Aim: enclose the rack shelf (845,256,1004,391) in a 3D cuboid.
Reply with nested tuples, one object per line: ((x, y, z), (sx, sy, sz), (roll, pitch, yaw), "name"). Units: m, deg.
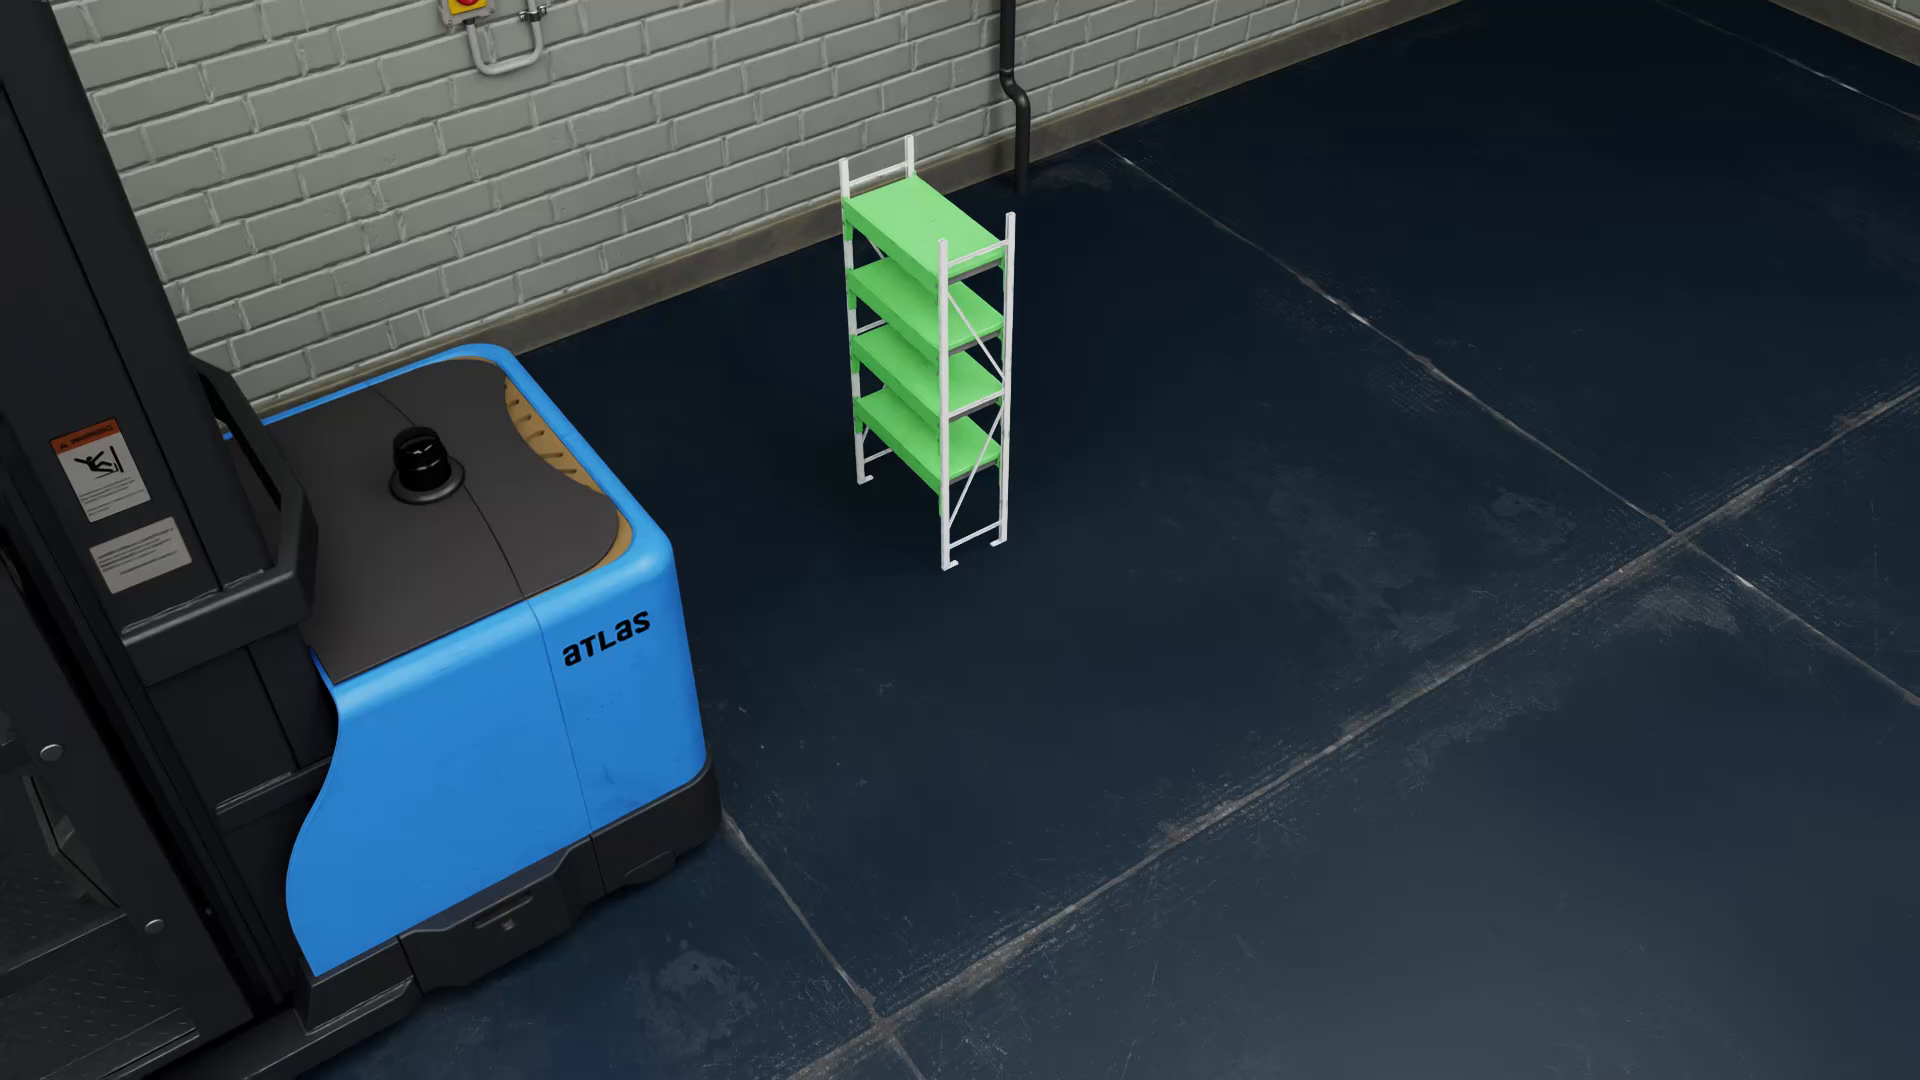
((-0.095, -0.655, 4.812), (0.258, 0.148, 0.480), (-26, 49, -24), "rack shelf")

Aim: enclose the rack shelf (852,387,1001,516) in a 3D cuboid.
((-0.095, -0.308, 5.144), (0.258, 0.148, 0.480), (-26, 49, -24), "rack shelf")

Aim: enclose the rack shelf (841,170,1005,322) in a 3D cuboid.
((-0.095, -0.829, 4.647), (0.258, 0.148, 0.480), (-26, 49, -24), "rack shelf")

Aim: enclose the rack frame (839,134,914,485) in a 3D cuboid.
((-0.234, -0.666, 5.079), (0.240, 1.200, 0.015), (-26, 49, -24), "rack frame")

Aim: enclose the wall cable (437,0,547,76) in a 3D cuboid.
((-1.521, -2.124, 4.545), (0.585, 1.953, 0.123), (-26, 49, -24), "wall cable")

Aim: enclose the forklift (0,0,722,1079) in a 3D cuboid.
((-2.124, 0.050, 3.075), (3.031, 2.935, 1.130), (-26, 50, -25), "forklift")

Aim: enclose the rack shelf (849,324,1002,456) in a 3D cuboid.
((-0.095, -0.482, 4.978), (0.258, 0.148, 0.480), (-26, 49, -24), "rack shelf")

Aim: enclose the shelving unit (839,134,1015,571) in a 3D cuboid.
((-0.095, -0.528, 4.934), (0.258, 1.200, 0.503), (-26, 49, -24), "shelving unit")

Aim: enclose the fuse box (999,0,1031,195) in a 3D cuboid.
((0.285, -2.027, 6.134), (0.539, 1.711, 0.414), (-26, 49, -24), "fuse box")

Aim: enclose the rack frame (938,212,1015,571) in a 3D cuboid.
((0.045, -0.390, 4.789), (0.240, 1.200, 0.015), (-26, 49, -24), "rack frame")
